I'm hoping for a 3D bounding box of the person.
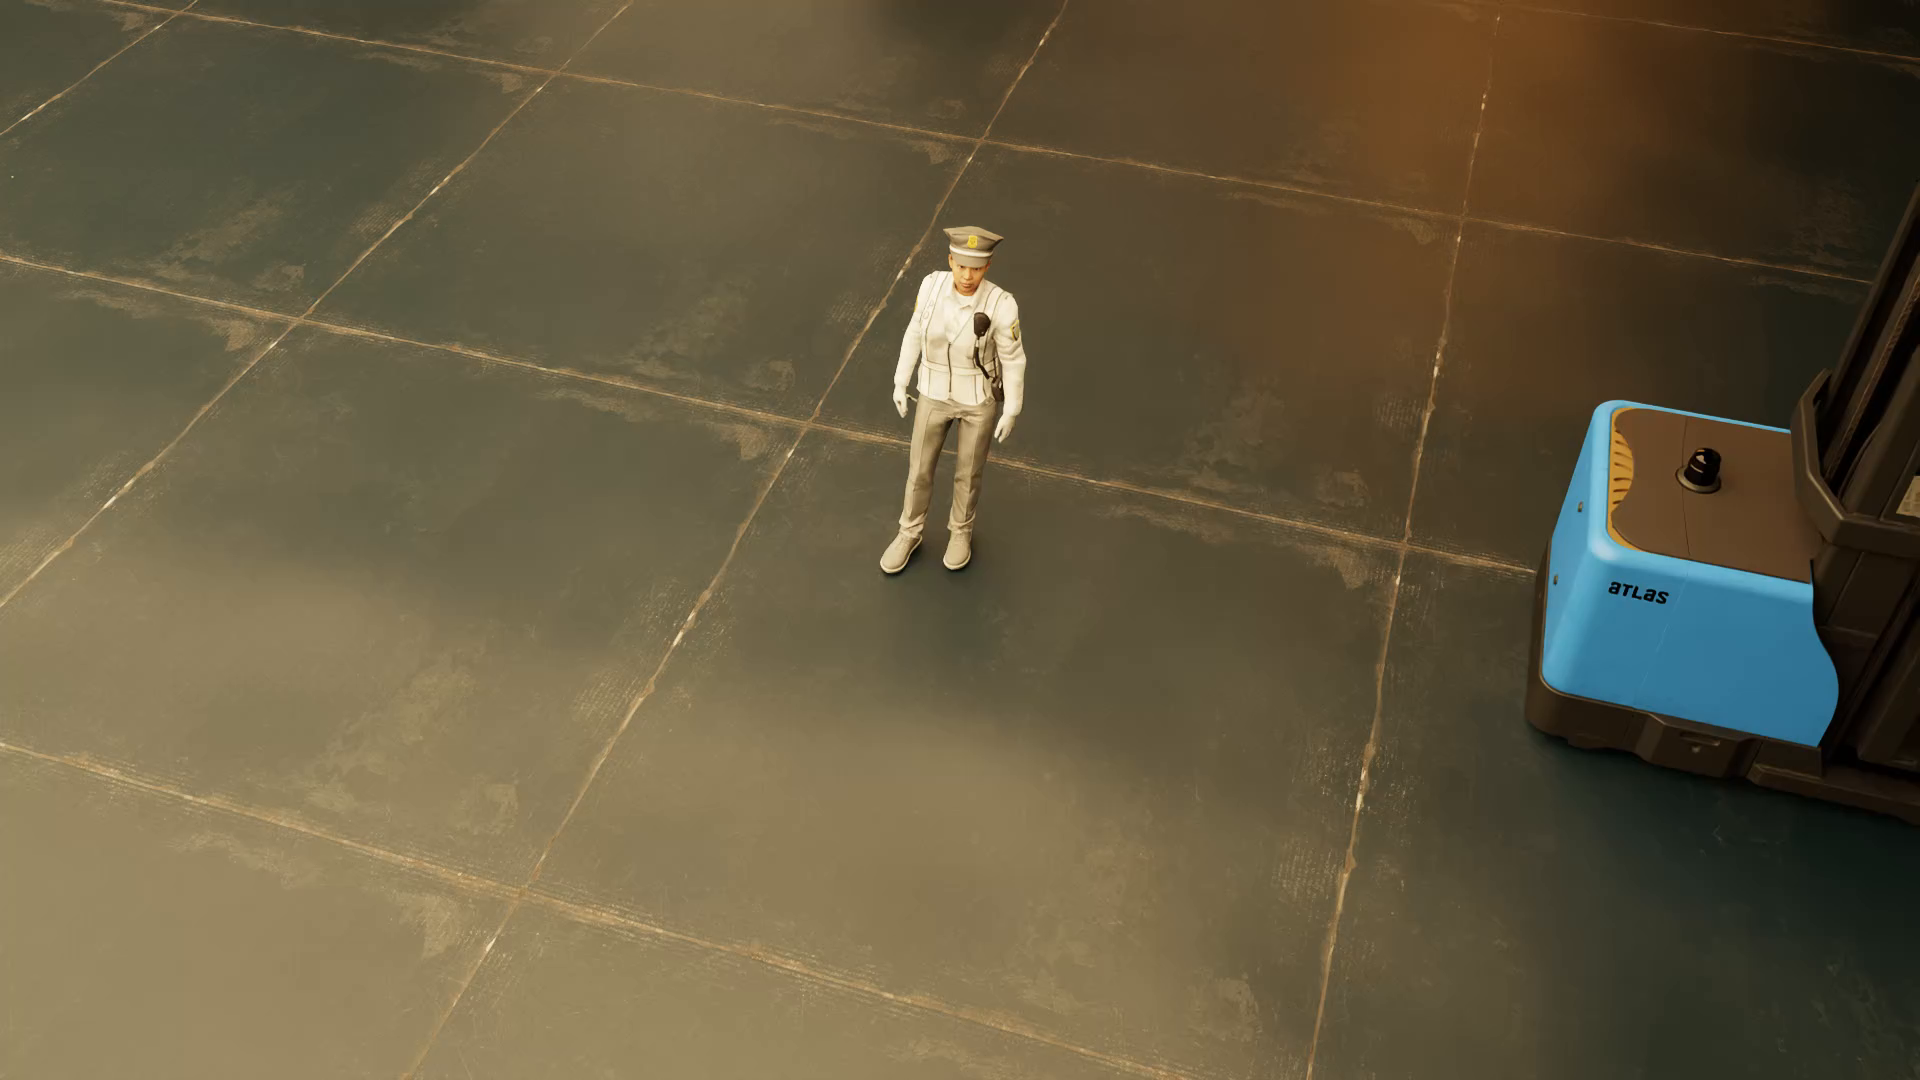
[{"bbox_3d":[-0.027,-0.584,7.213,0.588,1.696,0.533,12,44,13],"label":"person"}]

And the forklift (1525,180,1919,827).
[{"bbox_3d":[3.940,-0.274,5.983,3.031,2.935,1.130,12,44,13],"label":"forklift"}]
